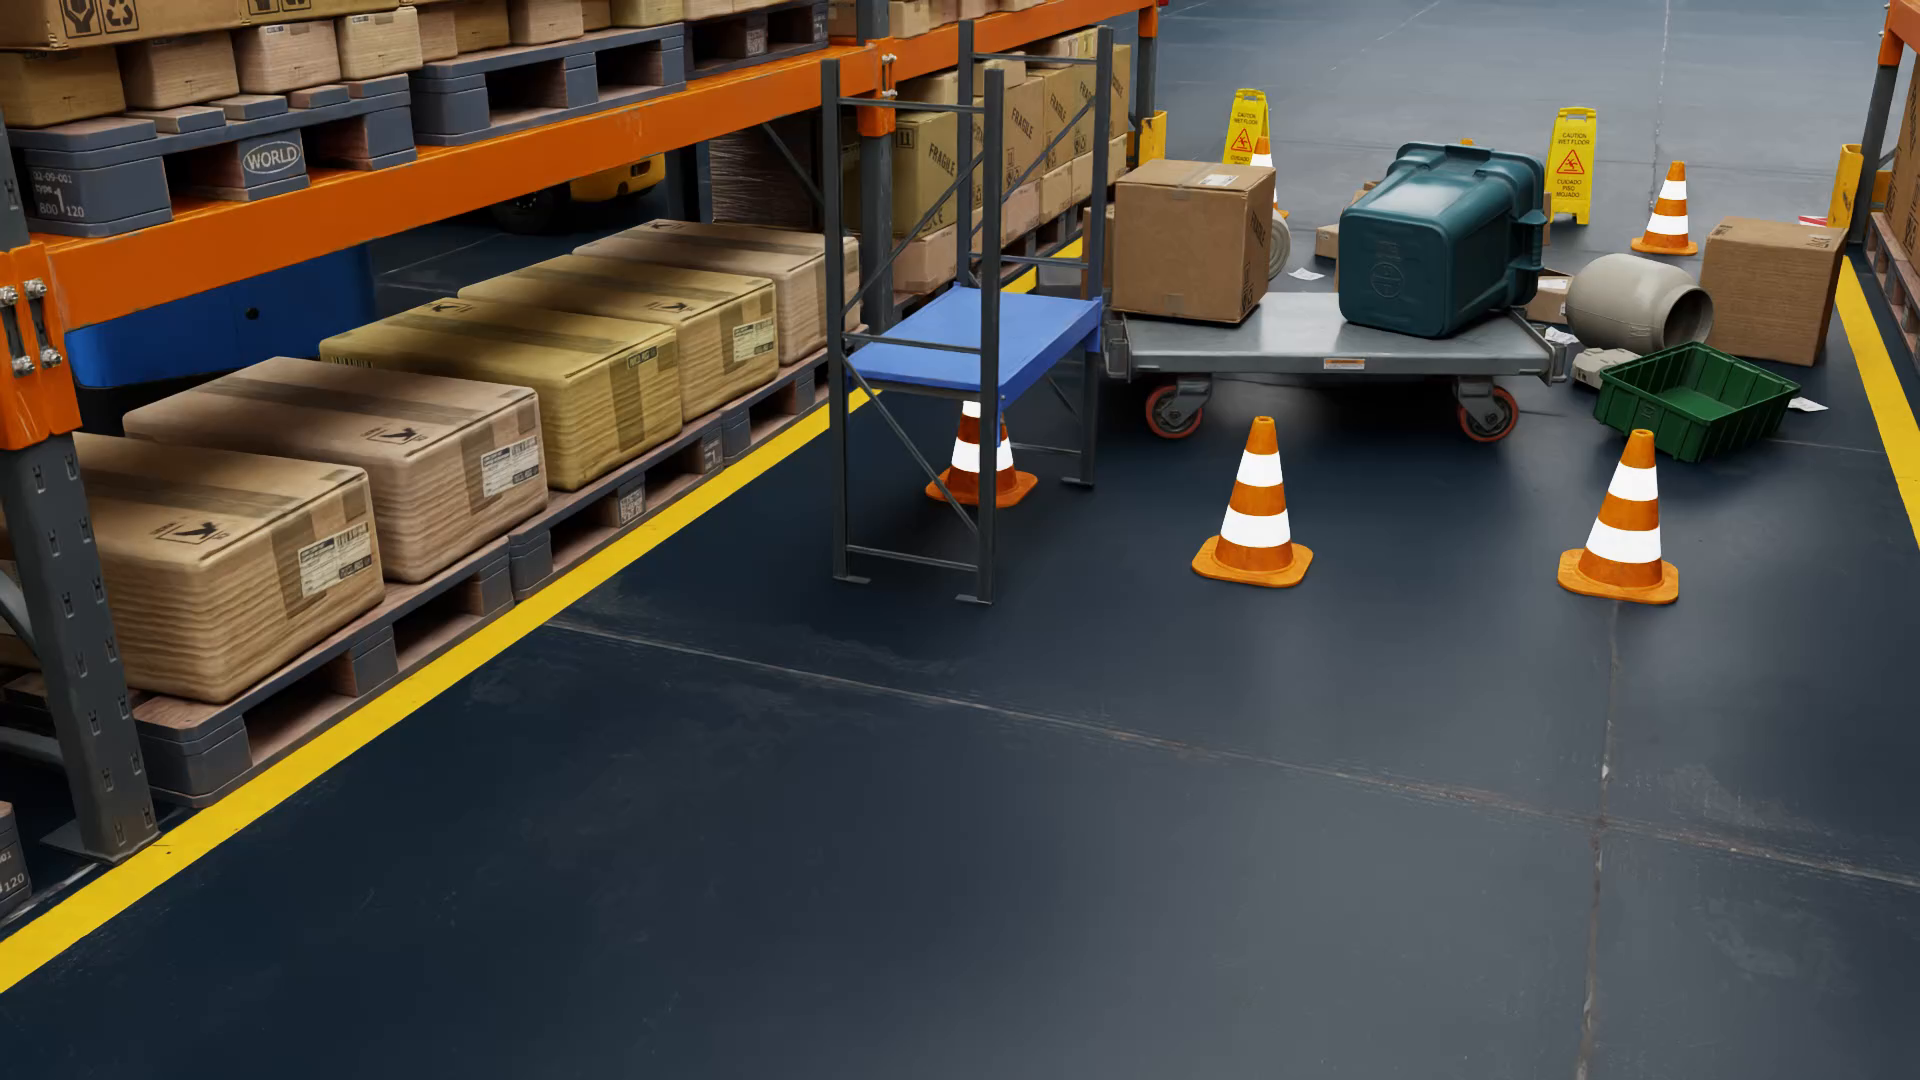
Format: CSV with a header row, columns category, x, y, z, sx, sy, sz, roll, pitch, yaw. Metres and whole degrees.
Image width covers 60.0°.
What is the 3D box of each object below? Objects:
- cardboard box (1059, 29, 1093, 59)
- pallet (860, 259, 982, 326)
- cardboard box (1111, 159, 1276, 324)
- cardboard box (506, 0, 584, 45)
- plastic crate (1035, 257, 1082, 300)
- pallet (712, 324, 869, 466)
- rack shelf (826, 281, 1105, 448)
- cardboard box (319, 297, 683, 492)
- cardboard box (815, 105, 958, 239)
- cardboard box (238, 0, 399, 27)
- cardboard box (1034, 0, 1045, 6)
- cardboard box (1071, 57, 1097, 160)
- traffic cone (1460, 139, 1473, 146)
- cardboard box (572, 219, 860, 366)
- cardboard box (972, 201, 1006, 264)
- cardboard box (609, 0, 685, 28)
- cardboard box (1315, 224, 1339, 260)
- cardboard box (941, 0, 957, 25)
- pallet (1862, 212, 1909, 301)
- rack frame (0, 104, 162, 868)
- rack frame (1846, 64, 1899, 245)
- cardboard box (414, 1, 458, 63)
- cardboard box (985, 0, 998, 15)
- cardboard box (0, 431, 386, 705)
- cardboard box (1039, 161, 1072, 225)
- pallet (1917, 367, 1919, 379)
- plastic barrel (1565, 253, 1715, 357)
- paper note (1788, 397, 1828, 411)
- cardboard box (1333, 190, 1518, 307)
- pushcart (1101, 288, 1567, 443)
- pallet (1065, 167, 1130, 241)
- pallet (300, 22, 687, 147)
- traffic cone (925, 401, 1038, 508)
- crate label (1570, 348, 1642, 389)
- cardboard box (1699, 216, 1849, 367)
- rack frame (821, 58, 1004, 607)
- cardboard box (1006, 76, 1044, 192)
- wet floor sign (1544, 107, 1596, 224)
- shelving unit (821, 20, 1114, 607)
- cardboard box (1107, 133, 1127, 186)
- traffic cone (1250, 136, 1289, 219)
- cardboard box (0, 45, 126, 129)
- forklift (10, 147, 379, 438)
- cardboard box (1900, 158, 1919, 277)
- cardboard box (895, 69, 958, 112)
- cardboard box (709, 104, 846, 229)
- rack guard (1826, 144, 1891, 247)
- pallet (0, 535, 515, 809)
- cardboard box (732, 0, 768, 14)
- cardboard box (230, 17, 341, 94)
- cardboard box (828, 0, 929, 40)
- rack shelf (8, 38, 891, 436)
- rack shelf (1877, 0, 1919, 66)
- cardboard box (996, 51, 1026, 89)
category,x,y,z,sx,sy,sz,roll,pitch,yaw
cardboard box,0.495,-2.654,8.920,0.380,0.149,0.250,9,24,21
pallet,-0.548,-1.165,7.766,1.003,0.211,1.213,9,24,20
cardboard box,0.899,-1.159,6.393,0.500,0.500,0.500,9,24,20
cardboard box,-1.312,-1.514,4.765,0.380,0.149,0.250,10,25,22
plastic crate,0.580,-1.304,8.268,0.402,0.080,0.583,1,23,2
pallet,-1.053,-0.641,6.511,1.003,0.211,1.213,9,24,20
rack shelf,0.046,-0.561,5.094,0.538,0.185,1.000,9,25,19
cardboard box,-1.478,-0.493,5.403,0.950,0.372,0.625,10,25,22
cardboard box,-0.295,-1.650,7.359,0.500,0.500,0.500,10,25,23
cardboard box,-1.682,-1.468,3.812,0.500,0.500,0.500,10,25,23
cardboard box,0.202,-2.708,8.168,0.380,0.149,0.250,9,24,20
cardboard box,0.475,-2.398,9.149,0.500,0.500,0.500,10,25,22
traffic cone,2.916,-2.092,9.658,0.336,0.463,0.334,9,24,20
cardboard box,-0.957,-1.000,6.617,0.950,0.372,0.625,9,24,21
cardboard box,-0.107,-1.497,7.965,0.500,0.250,0.500,10,25,23
cardboard box,-1.092,-1.698,5.204,0.380,0.149,0.250,9,24,20
cardboard box,2.110,-1.565,8.803,0.250,0.149,0.380,-17,28,-35
cardboard box,-0.234,-2.355,7.322,0.380,0.149,0.250,9,24,20
pallet,5.130,-1.382,8.284,1.003,0.211,1.213,9,24,20
rack frame,-2.251,-0.775,3.215,1.000,3.000,0.127,9,24,20
rack frame,5.354,-2.966,8.458,1.000,3.000,0.127,9,24,20
cardboard box,-1.538,-1.323,4.308,0.380,0.149,0.250,10,25,23
cardboard box,-0.040,-2.538,7.761,0.380,0.149,0.250,9,24,20
cardboard box,-2.031,0.043,4.121,0.950,0.372,0.625,7,24,16
cardboard box,0.282,-1.863,8.841,0.500,0.250,0.500,8,24,18
pallet,4.224,-0.508,6.193,1.003,0.211,1.213,9,24,20
plastic barrel,2.866,-0.971,7.026,0.421,0.421,0.512,-12,25,-26
paper note,3.278,-0.535,6.490,0.147,0.020,0.142,-7,24,-17
cardboard box,2.079,-1.222,7.347,0.797,0.637,0.503,9,24,20
pushcart,1.371,-0.688,6.408,1.648,0.377,0.936,1,23,2
pallet,0.358,-2.039,9.857,1.003,0.211,1.213,9,24,20
pallet,-1.553,-1.401,4.961,1.003,0.211,1.213,9,24,20
traffic cone,0.074,-0.392,5.588,0.336,0.463,0.334,9,24,20
crate label,2.629,-0.682,6.705,0.298,0.136,0.250,-7,24,-17
cardboard box,3.492,-1.084,7.194,0.500,0.500,0.500,13,26,29
rack frame,-0.133,-0.539,4.586,0.500,1.500,0.032,9,25,19
cardboard box,0.087,-2.029,8.265,0.500,0.500,0.500,10,25,23
wet floor sign,3.527,-2.173,9.615,0.267,0.644,0.232,5,23,11
shelving unit,0.047,-0.726,5.023,0.538,1.500,1.048,9,25,19
cardboard box,0.662,-2.227,9.712,0.500,0.250,0.500,9,24,20
traffic cone,1.759,-2.129,9.747,0.336,0.463,0.334,9,24,20
cardboard box,-1.957,-0.943,3.397,0.380,0.149,0.250,7,24,17
forklift,-3.364,-2.165,6.632,1.130,2.935,3.031,-14,26,-30
cardboard box,4.839,-1.612,7.429,0.875,0.875,0.875,8,24,19
cardboard box,-0.193,-1.986,7.320,0.380,0.149,0.250,9,24,21
cardboard box,-0.794,-1.728,7.545,0.500,0.500,0.500,8,24,19
rack guard,5.363,-1.821,8.961,1.175,0.500,0.348,9,24,20
pallet,-1.959,0.232,4.421,1.003,0.211,1.213,9,24,20
cardboard box,-0.876,-1.872,5.620,0.380,0.149,0.250,8,24,19
cardboard box,-1.677,-1.131,3.846,0.380,0.149,0.250,7,24,17
cardboard box,-0.350,-2.158,6.850,0.380,0.149,0.250,9,24,20
rack shelf,-1.508,-1.159,5.067,1.077,0.370,4.000,9,24,20
rack shelf,4.612,-1.918,6.883,1.077,0.370,4.000,9,24,20
cardboard box,0.094,-2.267,7.993,0.380,0.149,0.250,10,25,23
